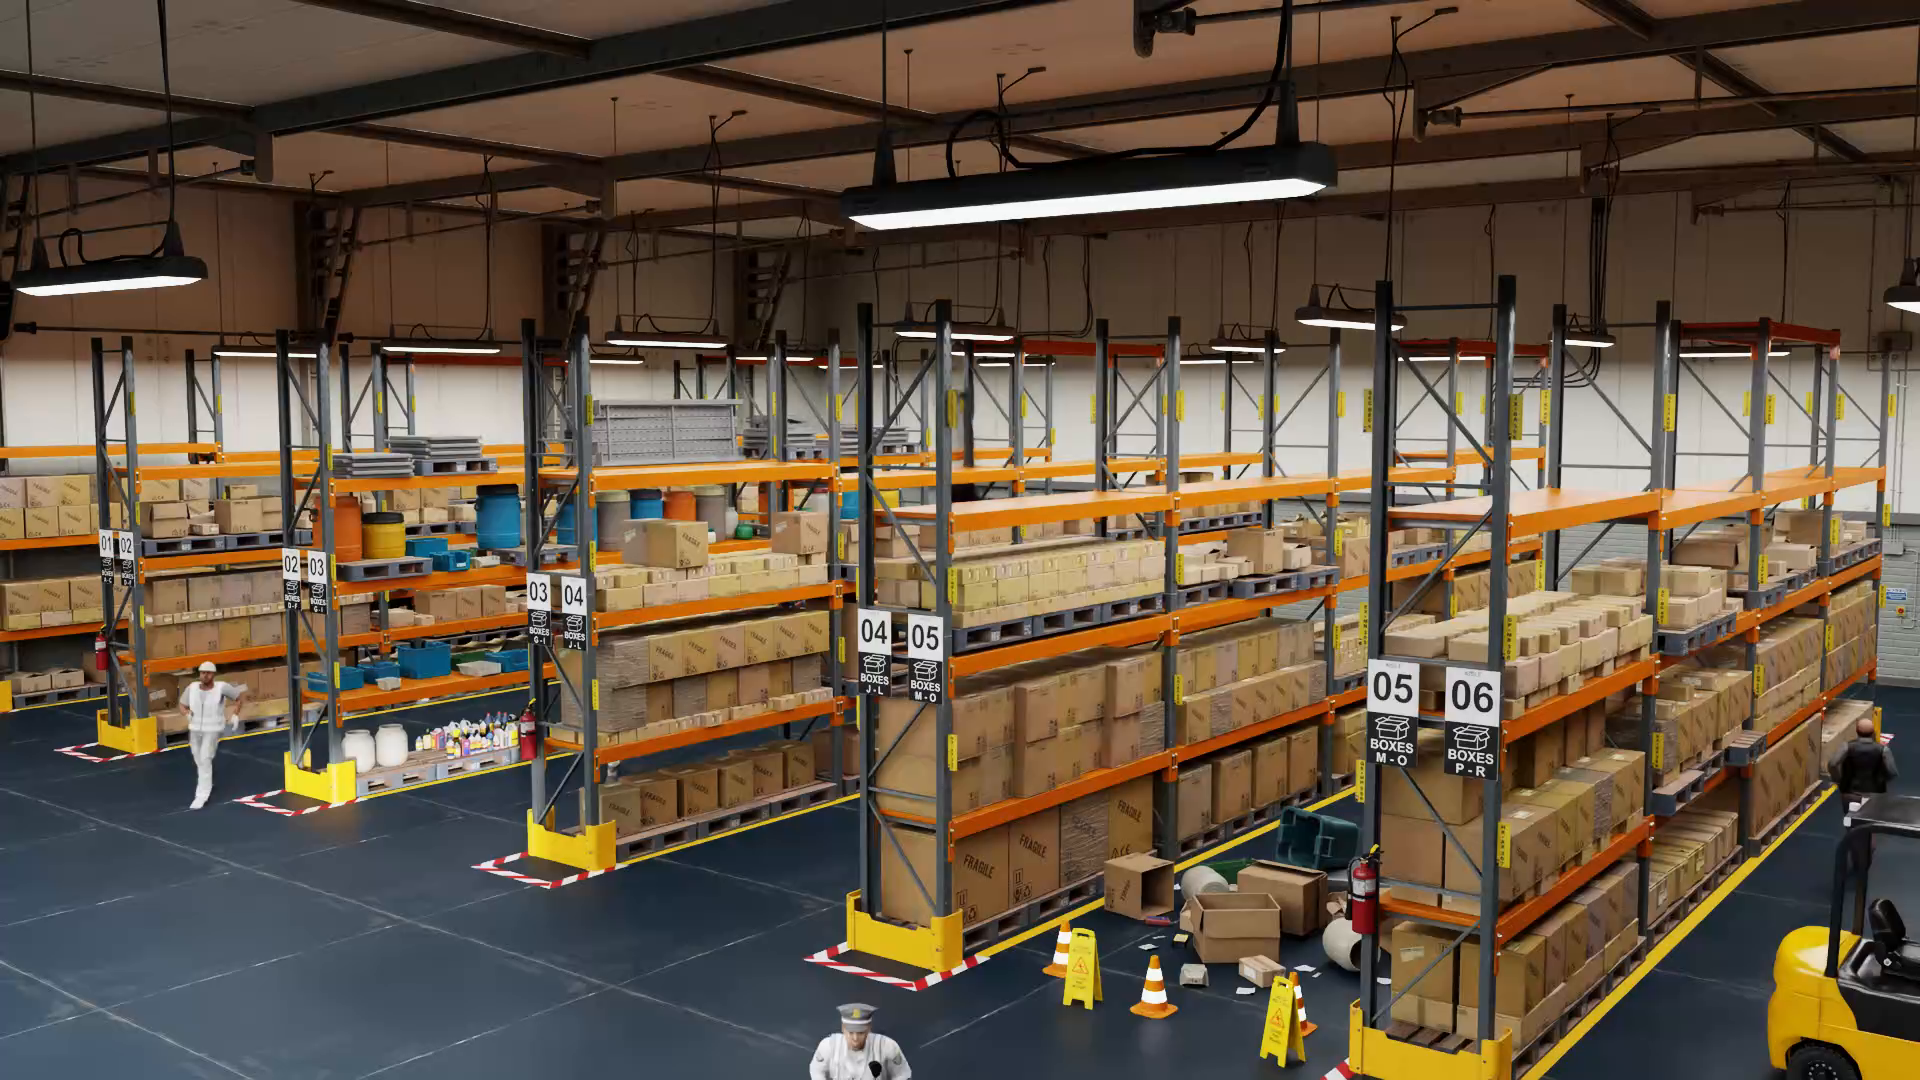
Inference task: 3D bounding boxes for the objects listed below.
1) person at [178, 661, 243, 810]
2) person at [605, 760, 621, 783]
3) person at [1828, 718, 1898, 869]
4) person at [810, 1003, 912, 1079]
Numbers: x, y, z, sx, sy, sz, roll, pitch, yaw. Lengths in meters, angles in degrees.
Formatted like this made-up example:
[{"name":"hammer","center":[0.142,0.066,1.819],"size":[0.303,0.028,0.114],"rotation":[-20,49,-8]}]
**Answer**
[{"name":"person","center":[-9.526,2.438,21.065],"size":[0.712,1.826,0.791],"rotation":[0,5,0]},{"name":"person","center":[-4.687,2.389,22.066],"size":[0.709,1.729,0.663],"rotation":[2,5,19]},{"name":"person","center":[9.715,2.783,17.921],"size":[0.671,1.721,0.798],"rotation":[3,6,29]},{"name":"person","center":[-0.605,3.508,10.133],"size":[0.615,1.628,0.809],"rotation":[0,5,-3]}]
